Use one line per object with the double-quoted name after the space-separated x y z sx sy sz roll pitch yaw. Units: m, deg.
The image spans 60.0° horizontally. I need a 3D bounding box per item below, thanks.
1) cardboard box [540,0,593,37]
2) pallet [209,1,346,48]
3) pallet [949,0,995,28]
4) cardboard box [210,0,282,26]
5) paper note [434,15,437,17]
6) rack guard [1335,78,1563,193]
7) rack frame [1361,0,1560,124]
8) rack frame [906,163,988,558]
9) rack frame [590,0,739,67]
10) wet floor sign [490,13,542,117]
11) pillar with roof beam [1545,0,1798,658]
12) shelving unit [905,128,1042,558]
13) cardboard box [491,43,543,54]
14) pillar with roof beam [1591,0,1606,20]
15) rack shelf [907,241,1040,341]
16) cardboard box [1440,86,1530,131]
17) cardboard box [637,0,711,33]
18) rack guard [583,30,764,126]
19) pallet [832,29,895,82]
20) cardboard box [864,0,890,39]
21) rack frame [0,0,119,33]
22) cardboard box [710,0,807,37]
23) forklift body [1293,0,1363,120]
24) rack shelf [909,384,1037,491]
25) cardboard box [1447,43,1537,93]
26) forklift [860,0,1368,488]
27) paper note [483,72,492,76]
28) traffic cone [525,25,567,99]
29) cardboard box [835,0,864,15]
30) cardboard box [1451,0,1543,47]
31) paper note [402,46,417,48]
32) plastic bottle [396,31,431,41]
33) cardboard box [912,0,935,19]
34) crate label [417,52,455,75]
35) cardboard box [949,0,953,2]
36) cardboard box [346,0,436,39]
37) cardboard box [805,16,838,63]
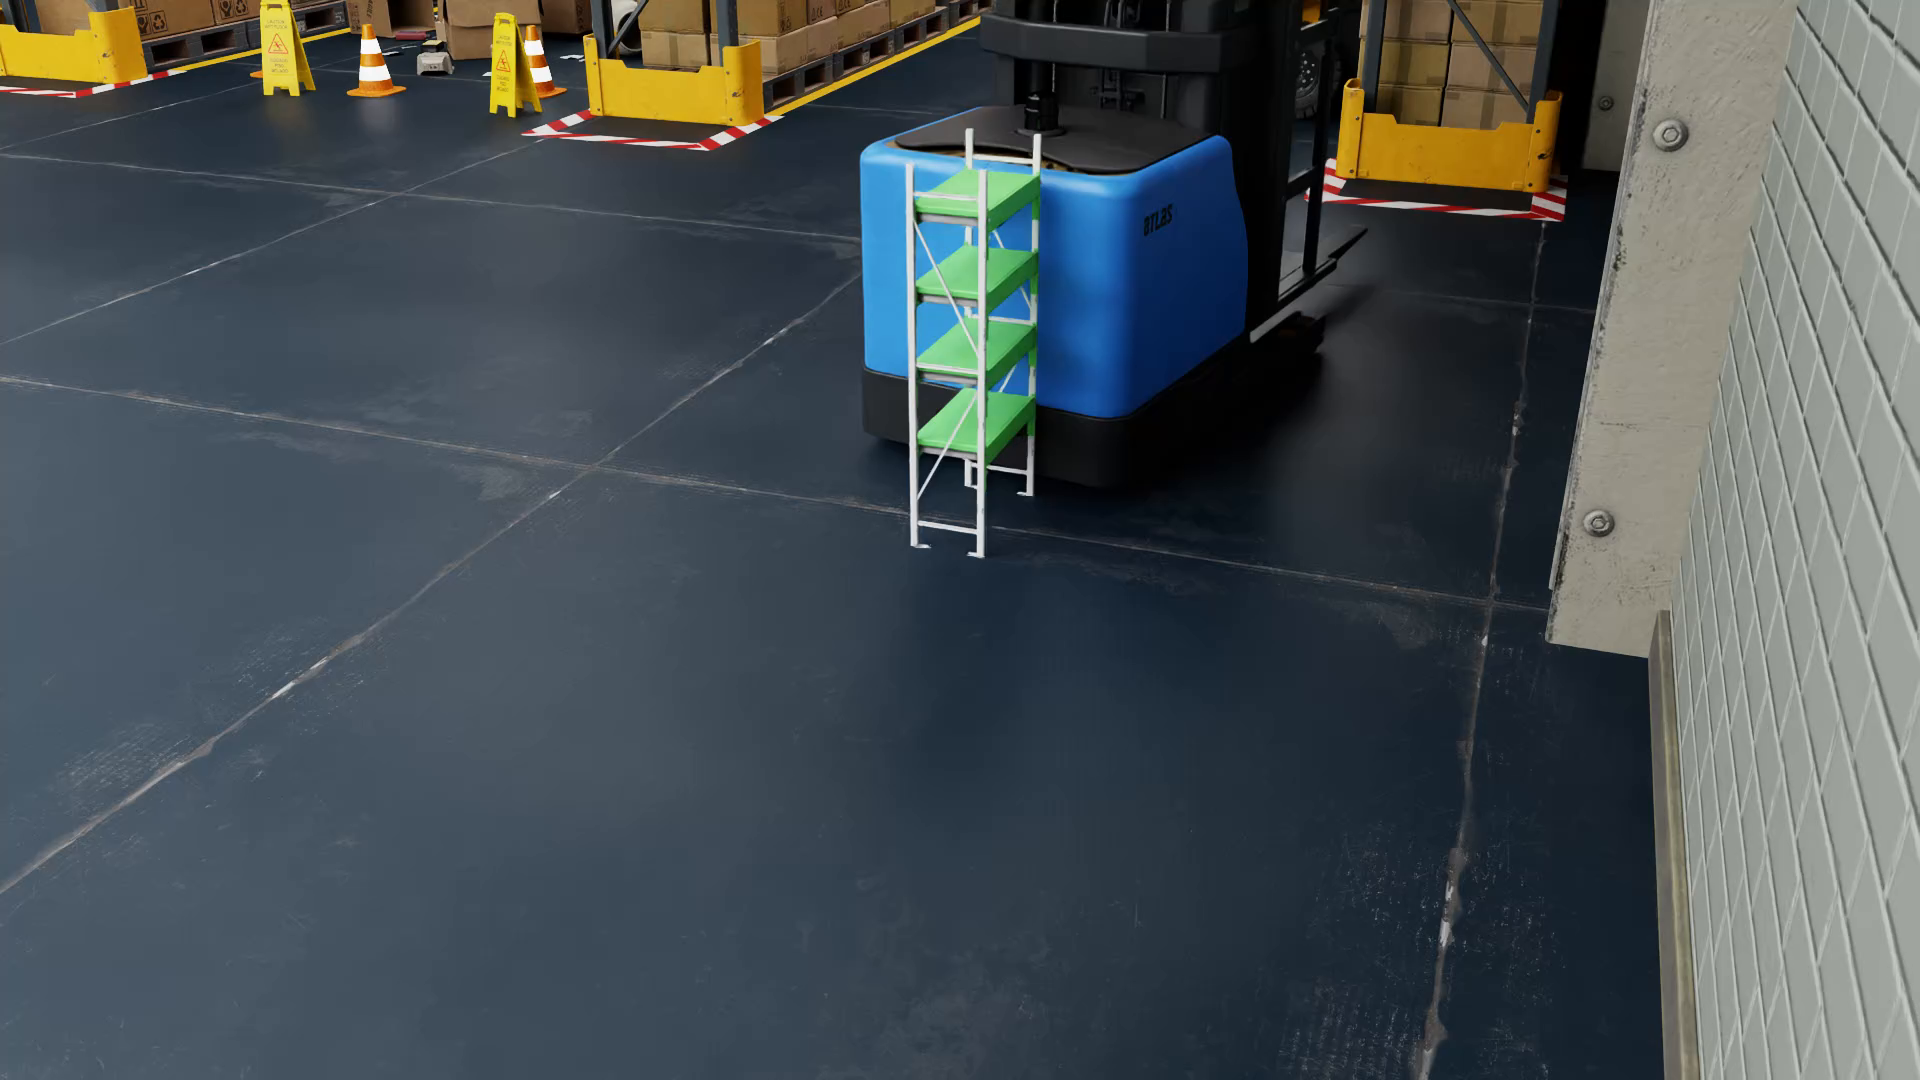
-3.415 -4.564 13.944 0.797 0.637 0.503 9 27 17 "cardboard box"
-6.017 -4.413 14.123 1.003 0.211 1.213 9 27 17 "pallet"
-0.327 -4.861 15.048 1.003 0.211 1.213 9 27 17 "pallet"
-6.163 -4.712 13.495 0.875 0.875 0.875 8 27 17 "cardboard box"
-4.656 -4.729 14.981 0.147 0.020 0.142 -9 27 -18 "paper note"
2.758 -2.299 9.425 1.175 0.500 0.348 9 27 17 "rack guard"
2.766 -3.434 8.901 1.000 3.000 0.127 9 27 17 "rack frame"
-0.038 -0.504 4.914 0.240 1.200 0.015 9 27 18 "rack frame"
-1.916 -4.152 10.384 1.000 3.000 0.127 9 27 17 "rack frame"
-2.988 -3.170 11.056 0.267 0.644 0.232 20 32 35 "wet floor sign"
-2.208 -4.448 4.111 9.100 9.000 0.400 9 27 17 "pillar with roof beam"
0.047 -0.604 5.120 0.258 1.200 0.503 9 27 18 "shelving unit"
-3.385 -3.701 12.722 0.250 0.149 0.380 -20 33 -36 "cardboard box"
1.785 -9.380 14.296 9.100 9.000 0.400 9 27 17 "pillar with roof beam"
0.047 -0.762 5.043 0.258 0.148 0.480 9 27 18 "rack shelf"
3.114 -2.559 9.767 0.500 0.250 0.500 9 27 18 "cardboard box"
-1.895 -3.808 11.487 0.500 0.500 0.500 9 27 18 "cardboard box"
-1.890 -3.059 10.993 1.175 0.500 0.348 9 27 17 "rack guard"
-1.179 -3.757 12.767 1.003 0.211 1.213 9 27 17 "pallet"
-0.869 -4.037 12.819 0.500 0.250 0.500 9 27 18 "cardboard box"
-6.617 -4.829 11.781 1.000 3.000 0.127 9 27 17 "rack frame"
-1.379 -3.743 11.351 0.500 0.500 0.500 8 27 16 "cardboard box"
1.677 -4.096 11.242 2.313 2.155 1.214 9 27 17 "forklift body"
0.047 -0.330 5.252 0.258 0.148 0.480 9 27 18 "rack shelf"
3.119 -2.774 9.636 0.500 0.250 0.500 9 27 18 "cardboard box"
0.839 -2.090 6.204 1.130 2.935 3.031 15 29 27 "forklift"
-3.478 -3.493 12.430 0.148 0.019 0.142 0 26 -1 "paper note"
-2.989 -3.374 11.688 0.336 0.463 0.334 9 27 17 "traffic cone"
-1.035 -4.163 12.219 0.500 0.500 0.500 9 27 18 "cardboard box"
3.105 -3.006 9.542 0.500 0.250 0.500 8 27 17 "cardboard box"
-4.477 -4.005 13.510 0.123 0.001 0.032 -20 33 -36 "paper note"
-4.543 -4.204 13.862 0.283 0.061 0.133 0 26 -1 "plastic bottle"
-0.528 -4.466 13.705 0.500 0.250 0.500 10 28 20 "cardboard box"
-3.946 -3.581 12.489 0.250 0.136 0.298 -5 26 -9 "crate label"
-0.412 -5.018 14.706 0.950 0.372 0.625 9 27 18 "cardboard box"
-4.835 -4.562 14.095 0.500 0.500 0.500 14 29 26 "cardboard box"
-1.209 -3.604 11.925 0.500 0.250 0.500 10 27 19 "cardboard box"
